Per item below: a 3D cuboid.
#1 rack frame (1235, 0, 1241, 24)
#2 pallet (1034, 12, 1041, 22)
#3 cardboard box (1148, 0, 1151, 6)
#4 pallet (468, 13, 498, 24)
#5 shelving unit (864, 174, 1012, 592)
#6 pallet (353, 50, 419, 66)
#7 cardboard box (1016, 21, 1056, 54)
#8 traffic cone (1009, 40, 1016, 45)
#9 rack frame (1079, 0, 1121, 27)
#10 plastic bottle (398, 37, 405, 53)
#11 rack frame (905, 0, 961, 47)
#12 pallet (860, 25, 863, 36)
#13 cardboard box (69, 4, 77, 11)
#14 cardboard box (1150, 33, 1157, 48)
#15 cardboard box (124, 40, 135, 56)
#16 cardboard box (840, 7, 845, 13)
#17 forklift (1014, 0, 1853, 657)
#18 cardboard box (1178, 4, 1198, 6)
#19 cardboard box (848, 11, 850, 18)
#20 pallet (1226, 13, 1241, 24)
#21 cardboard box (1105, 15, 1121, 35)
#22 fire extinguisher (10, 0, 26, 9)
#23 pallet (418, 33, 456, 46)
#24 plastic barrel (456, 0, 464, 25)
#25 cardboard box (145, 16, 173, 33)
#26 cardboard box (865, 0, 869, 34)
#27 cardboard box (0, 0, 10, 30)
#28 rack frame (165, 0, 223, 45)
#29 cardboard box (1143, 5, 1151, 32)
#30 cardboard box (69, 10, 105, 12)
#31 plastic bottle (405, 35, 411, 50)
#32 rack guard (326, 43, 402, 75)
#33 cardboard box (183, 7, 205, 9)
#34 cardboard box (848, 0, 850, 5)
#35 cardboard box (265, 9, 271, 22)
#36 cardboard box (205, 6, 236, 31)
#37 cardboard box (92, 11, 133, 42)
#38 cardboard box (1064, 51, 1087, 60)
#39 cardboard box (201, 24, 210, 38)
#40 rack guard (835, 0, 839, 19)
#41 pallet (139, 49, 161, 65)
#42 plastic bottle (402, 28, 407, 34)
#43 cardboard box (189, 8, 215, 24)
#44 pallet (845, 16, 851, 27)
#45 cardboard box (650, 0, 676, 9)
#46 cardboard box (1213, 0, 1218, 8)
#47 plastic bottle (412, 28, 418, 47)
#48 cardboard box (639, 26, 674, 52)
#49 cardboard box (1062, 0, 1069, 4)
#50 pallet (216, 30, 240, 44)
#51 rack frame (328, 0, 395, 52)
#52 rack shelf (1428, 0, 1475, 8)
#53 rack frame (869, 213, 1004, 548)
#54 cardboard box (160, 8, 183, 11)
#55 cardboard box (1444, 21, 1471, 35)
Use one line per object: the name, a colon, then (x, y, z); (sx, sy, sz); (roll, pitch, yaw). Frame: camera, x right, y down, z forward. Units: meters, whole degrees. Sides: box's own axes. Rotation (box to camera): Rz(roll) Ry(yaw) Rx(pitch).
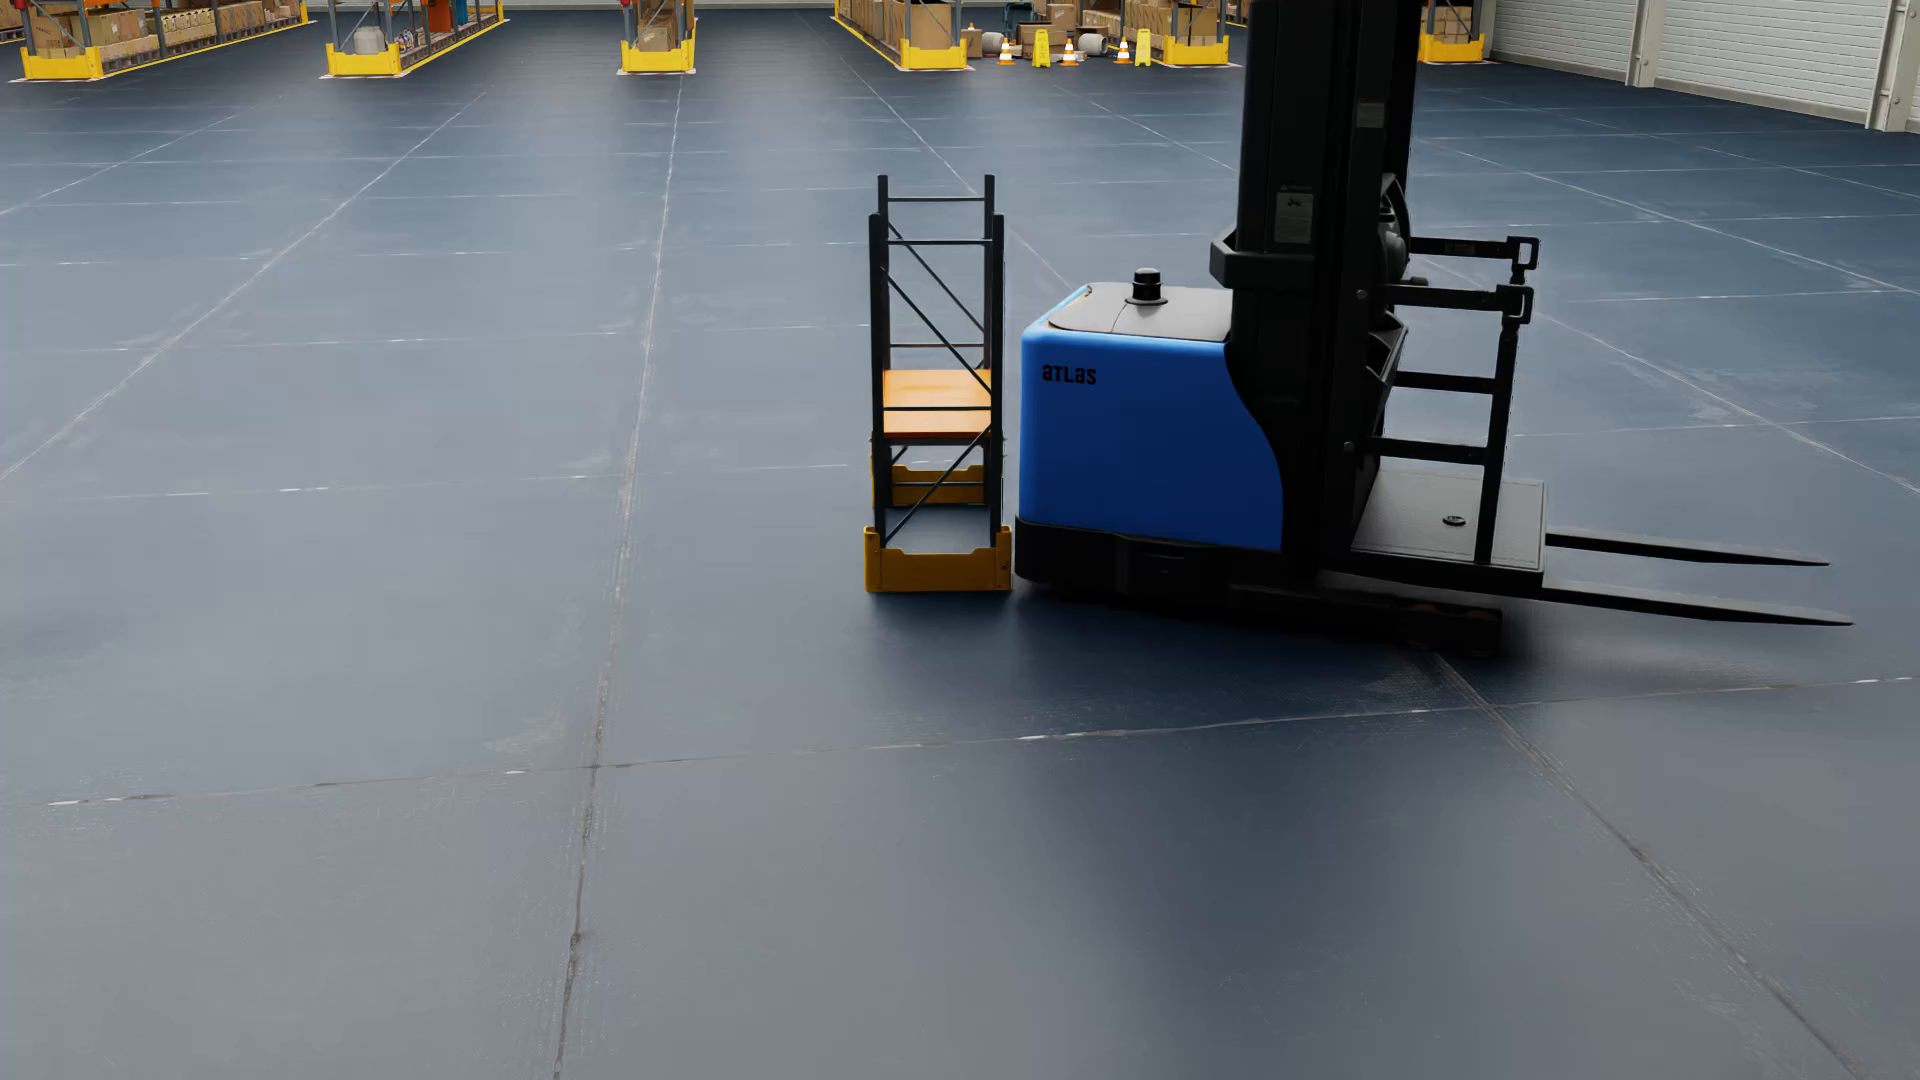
rack frame: (7.583, -14.674, 42.216); (1.000, 3.000, 0.127); (-3, 21, -8)
pallet: (2.461, -13.806, 43.879); (1.003, 0.211, 1.213); (-3, 21, -8)
cardboard box: (3.839, -10.397, 32.098); (0.380, 0.149, 0.250); (-2, 21, -5)
pallet: (-12.532, -13.463, 42.962); (1.003, 0.211, 1.213); (-3, 21, -8)
shelving unit: (-0.095, -0.685, 6.908); (0.587, 1.500, 1.083); (0, 20, -1)
pallet: (-10.648, -8.938, 30.846); (1.003, 0.211, 1.213); (-3, 21, -8)
cardboard box: (1.500, -9.965, 32.984); (0.797, 0.637, 0.503); (-3, 21, -8)
traffic cone: (1.230, -10.872, 35.665); (0.336, 0.463, 0.334); (-3, 21, -8)
rack frame: (3.248, -13.037, 37.835); (1.000, 3.000, 0.127); (-3, 21, -8)
plastic bottle: (-10.259, -9.089, 30.535); (0.097, 0.271, 0.097); (0, 20, 0)
rack frame: (-0.482, -9.983, 29.656); (1.000, 3.000, 0.127); (-3, 21, -8)
pallet: (-1.746, -11.717, 38.285); (1.003, 0.211, 1.213); (-3, 21, -8)
cardboard box: (-22.071, -12.999, 40.704); (0.700, 0.500, 0.500); (-4, 21, -10)
cardboard box: (3.952, -9.622, 32.020); (0.500, 0.250, 0.500); (-3, 21, -8)
cardboard box: (-15.280, -8.894, 30.072); (0.500, 0.250, 0.500); (-3, 21, -8)
cardboard box: (-2.940, -13.920, 43.672); (0.380, 0.149, 0.250); (-3, 21, -7)
forklift: (1.792, -1.156, 6.121); (3.031, 2.935, 1.130); (7, 22, 18)
cardboard box: (4.411, -10.183, 32.452); (0.500, 0.500, 0.500); (-3, 21, -7)
cardboard box: (-2.606, -13.117, 41.523); (0.380, 0.149, 0.250); (-3, 21, -7)
pallet: (7.485, -13.605, 43.341); (1.003, 0.211, 1.213); (-3, 21, -8)
cardboard box: (3.640, -11.048, 35.665); (0.950, 0.372, 0.625); (-2, 21, -4)
fire extinguisher: (-15.651, -9.168, 27.587); (0.296, 0.674, 0.183); (-3, 21, -8)
pallet: (-11.386, -10.711, 35.592); (1.003, 0.211, 1.213); (-3, 21, -8)
plastic barrel: (-11.872, -12.452, 38.666); (0.600, 0.901, 0.708); (-3, 21, -8)
cardboard box: (-15.598, -9.981, 32.180); (0.500, 0.311, 0.500); (-3, 21, -8)
cardboard box: (-1.507, -11.377, 36.006); (1.050, 0.750, 0.750); (-3, 21, -7)
cardboard box: (-21.359, -11.542, 36.305); (0.750, 0.750, 0.750); (-3, 21, -8)
rack frame: (-16.361, -12.039, 35.162); (1.000, 3.000, 0.127); (-3, 21, -8)
cardboard box: (3.884, -10.147, 32.355); (0.500, 0.500, 0.500); (-3, 21, -9)
cardboard box: (-15.883, -9.391, 30.331); (0.500, 0.500, 0.500); (-3, 21, -8)
plastic bottle: (-10.352, -9.312, 31.133); (0.097, 0.271, 0.097); (0, 20, 0)
rack guard: (-10.364, -8.370, 28.913); (1.175, 0.500, 0.348); (-3, 21, -8)
cardboard box: (-16.729, -11.386, 36.358); (0.500, 0.500, 0.500); (-2, 21, -6)
cardboard box: (-2.597, -13.474, 41.628); (0.380, 0.149, 0.250); (-3, 21, -7)
cardboard box: (-16.784, -12.527, 39.682); (0.500, 0.311, 0.500); (-3, 21, -8)
cardboard box: (-16.225, -11.427, 36.468); (0.500, 0.500, 0.500); (-4, 21, -10)
cardboard box: (-15.279, -9.245, 29.940); (0.500, 0.500, 0.500); (-3, 21, -8)
cardboard box: (2.214, -9.283, 31.859); (0.380, 0.149, 0.250); (8, 22, 20)
cardboard box: (-15.966, -10.599, 34.638); (0.500, 0.250, 0.500); (-3, 21, -8)
rack guard: (-2.778, -14.325, 44.855); (1.175, 0.500, 0.348); (-3, 21, -8)
pallet: (-15.712, -9.070, 31.199); (1.003, 0.211, 1.213); (-3, 21, -8)
plastic bottle: (-10.647, -9.652, 31.928); (0.144, 0.351, 0.185); (-3, 21, -8)
cardboard box: (-16.042, -11.041, 35.019); (0.500, 0.311, 0.500); (-2, 21, -6)
pallet: (-2.344, -13.062, 41.886); (1.003, 0.211, 1.213); (-3, 21, -8)
cardboard box: (-6.345, -11.510, 35.618); (0.500, 0.250, 0.500); (-1, 20, -2)
cardboard box: (7.063, -14.382, 44.407); (0.500, 0.500, 0.500); (-3, 21, -7)
plastic bottle: (-10.505, -9.659, 31.948); (0.144, 0.351, 0.185); (-3, 21, -9)
cardboard box: (-5.478, -9.010, 30.025); (0.500, 0.500, 0.500); (1, 20, 2)
cardboard box: (2.978, -13.100, 40.441); (0.875, 0.875, 0.875); (-2, 21, -6)
pallet: (-16.432, -10.993, 36.347); (1.003, 0.211, 1.213); (-3, 21, -8)
rack frame: (-10.306, -9.518, 28.411); (1.000, 3.000, 0.127); (-3, 21, -8)
rack shelf: (9.025, -10.874, 33.072); (1.077, 0.370, 4.000); (-3, 21, -8)
rack frame: (-0.088, -0.504, 6.423); (0.500, 1.500, 0.032); (0, 20, -1)
cardboard box: (-16.577, -11.014, 34.946); (0.500, 0.311, 0.500); (-2, 21, -6)
cardboard box: (9.451, -9.835, 31.876); (0.500, 0.250, 0.500); (-3, 21, -7)
